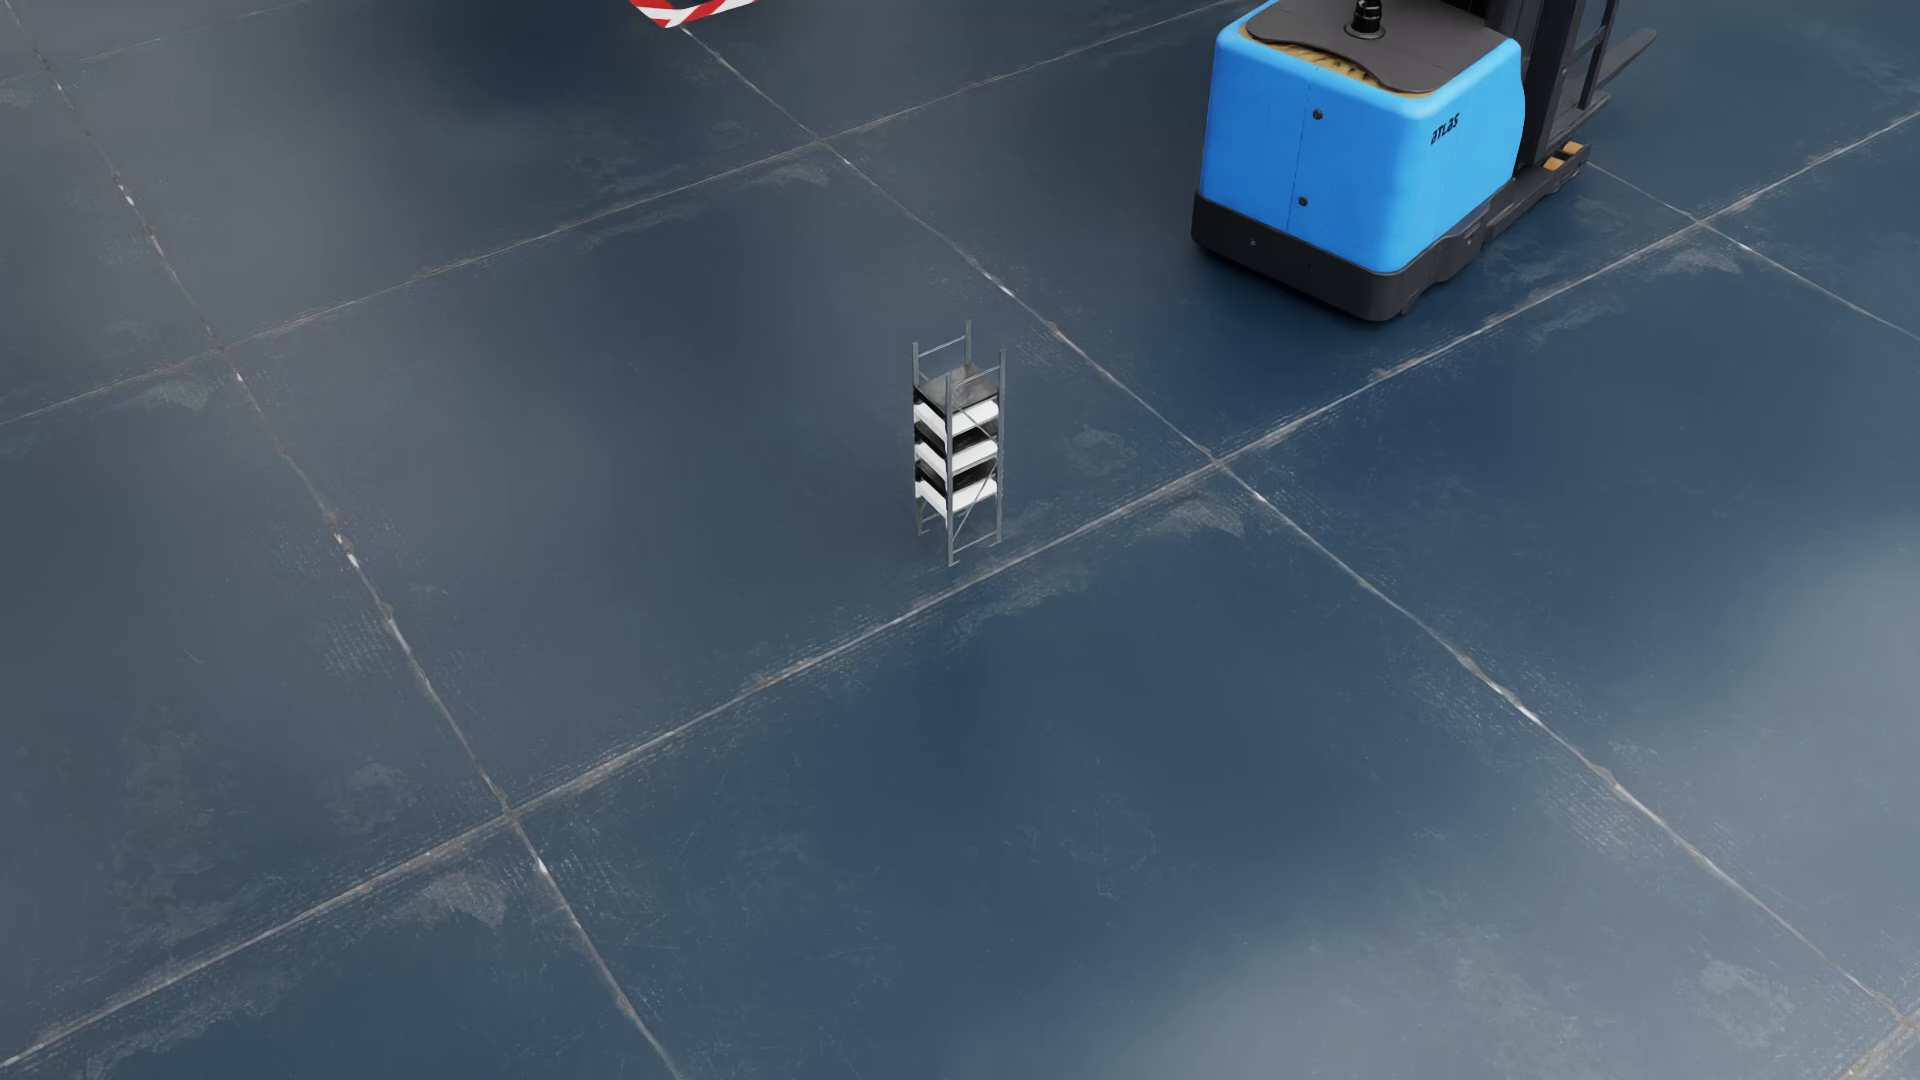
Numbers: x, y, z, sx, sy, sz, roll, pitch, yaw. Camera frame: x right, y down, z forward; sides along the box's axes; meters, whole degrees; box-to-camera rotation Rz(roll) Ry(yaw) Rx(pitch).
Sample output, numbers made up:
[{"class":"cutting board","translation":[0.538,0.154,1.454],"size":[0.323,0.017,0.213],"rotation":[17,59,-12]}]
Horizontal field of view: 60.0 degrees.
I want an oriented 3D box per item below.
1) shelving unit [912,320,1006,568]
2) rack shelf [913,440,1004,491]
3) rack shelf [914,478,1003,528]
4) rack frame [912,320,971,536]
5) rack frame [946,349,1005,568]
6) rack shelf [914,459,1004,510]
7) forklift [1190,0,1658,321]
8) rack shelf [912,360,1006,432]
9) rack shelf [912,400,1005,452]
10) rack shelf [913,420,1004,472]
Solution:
[{"class":"shelving unit","translation":[-0.005,-0.330,5.944],"size":[0.258,0.900,0.210],"rotation":[-26,49,-24]},{"class":"rack shelf","translation":[-0.005,-0.306,5.967],"size":[0.258,0.077,0.200],"rotation":[-26,49,-24]},{"class":"rack shelf","translation":[-0.005,-0.176,6.091],"size":[0.258,0.077,0.200],"rotation":[-26,49,-24]},{"class":"rack frame","translation":[-0.063,-0.388,6.004],"size":[0.240,0.900,0.006],"rotation":[-26,49,-24]},{"class":"rack frame","translation":[0.054,-0.273,5.884],"size":[0.240,0.900,0.006],"rotation":[-26,49,-24]},{"class":"rack shelf","translation":[-0.005,-0.241,6.029],"size":[0.258,0.077,0.200],"rotation":[-26,49,-24]},{"class":"forklift","translation":[2.407,-2.937,7.204],"size":[1.130,2.935,3.031],"rotation":[31,52,29]},{"class":"rack shelf","translation":[-0.005,-0.501,5.781],"size":[0.258,0.077,0.200],"rotation":[-26,49,-24]},{"class":"rack shelf","translation":[-0.005,-0.436,5.843],"size":[0.258,0.077,0.200],"rotation":[-26,49,-24]},{"class":"rack shelf","translation":[-0.005,-0.371,5.905],"size":[0.258,0.077,0.200],"rotation":[-26,49,-24]}]
